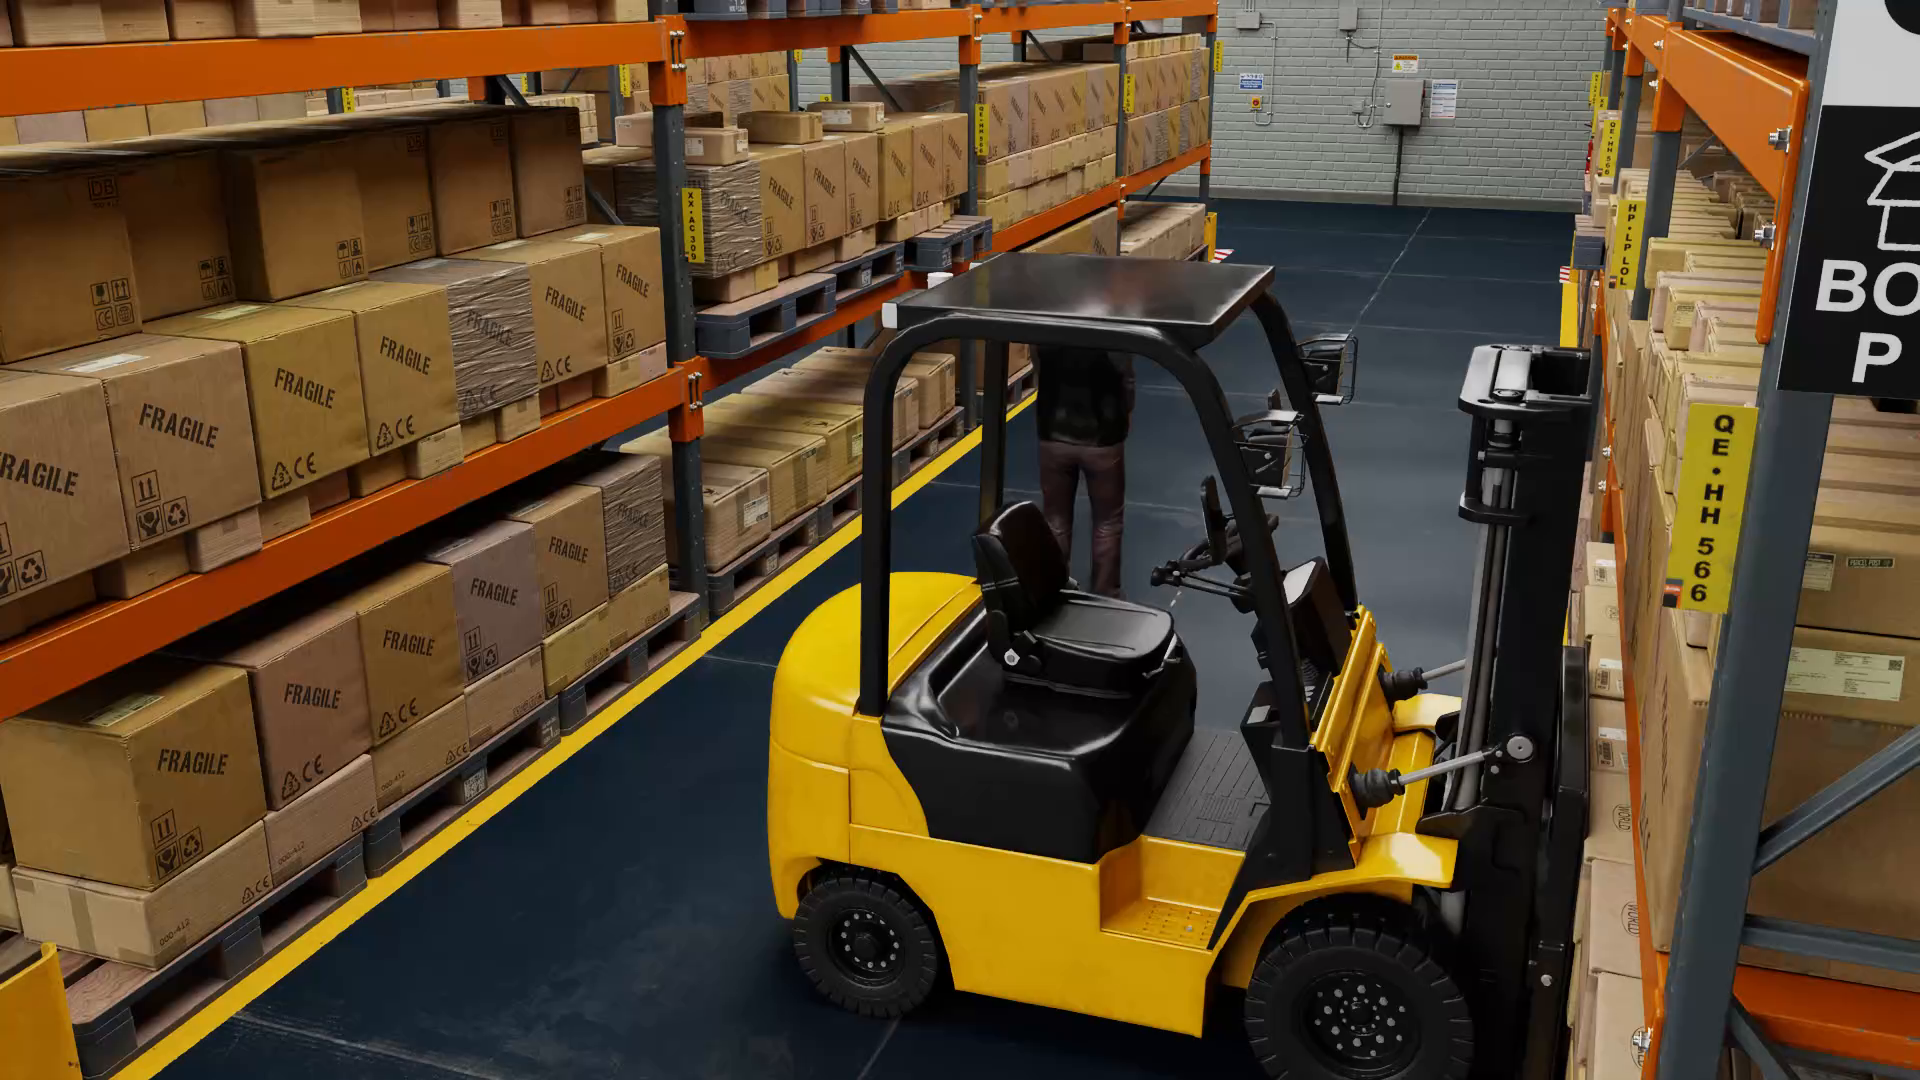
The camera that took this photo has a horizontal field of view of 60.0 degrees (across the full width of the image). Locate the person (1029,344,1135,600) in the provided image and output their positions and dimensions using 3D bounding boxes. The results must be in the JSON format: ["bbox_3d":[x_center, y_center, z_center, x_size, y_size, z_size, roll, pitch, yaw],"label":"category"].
[{"bbox_3d":[0.601,-0.484,8.043,0.501,1.722,0.548,6,20,18],"label":"person"}]
